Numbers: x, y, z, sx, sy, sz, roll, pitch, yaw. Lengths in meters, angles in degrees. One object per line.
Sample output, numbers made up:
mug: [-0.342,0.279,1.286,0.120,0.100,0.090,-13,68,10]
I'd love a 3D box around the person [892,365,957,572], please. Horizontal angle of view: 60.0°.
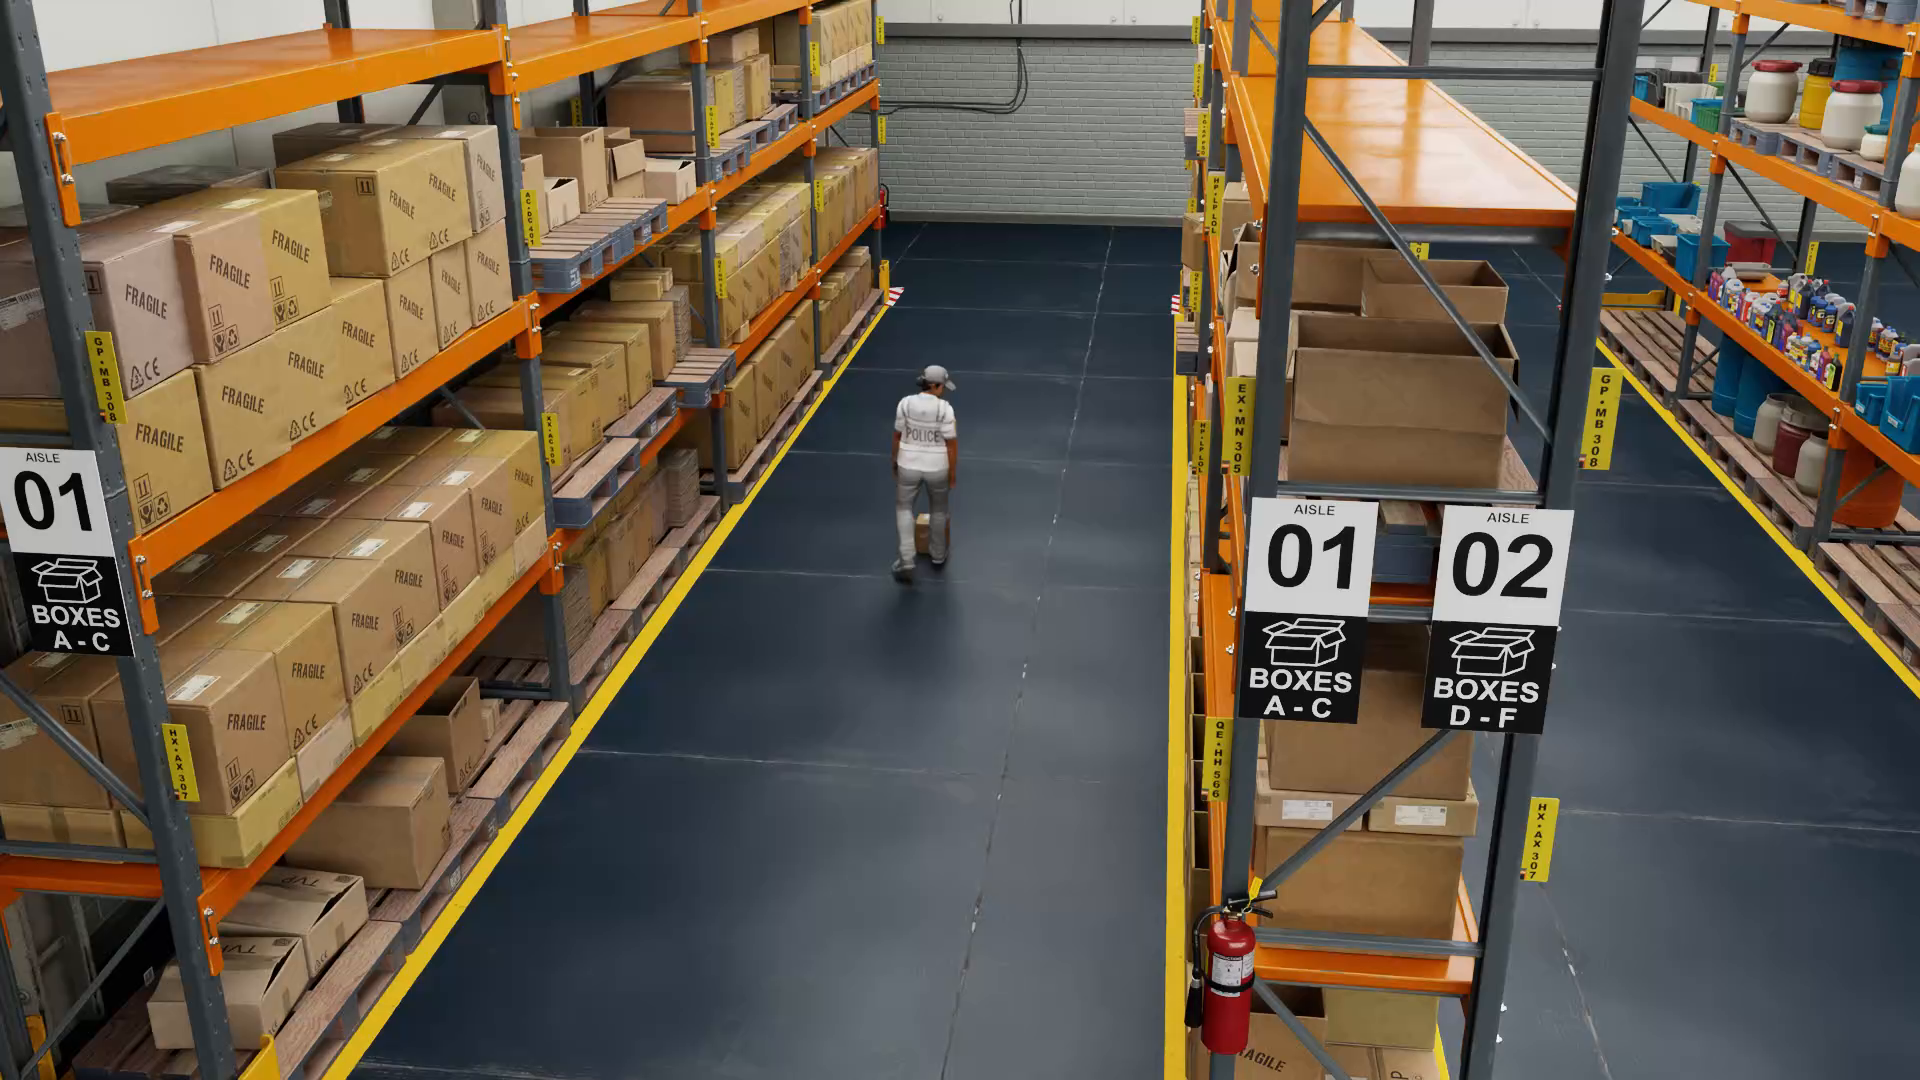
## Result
person: [-0.272,-0.551,12.866,0.509,1.645,0.714,1,21,1]
